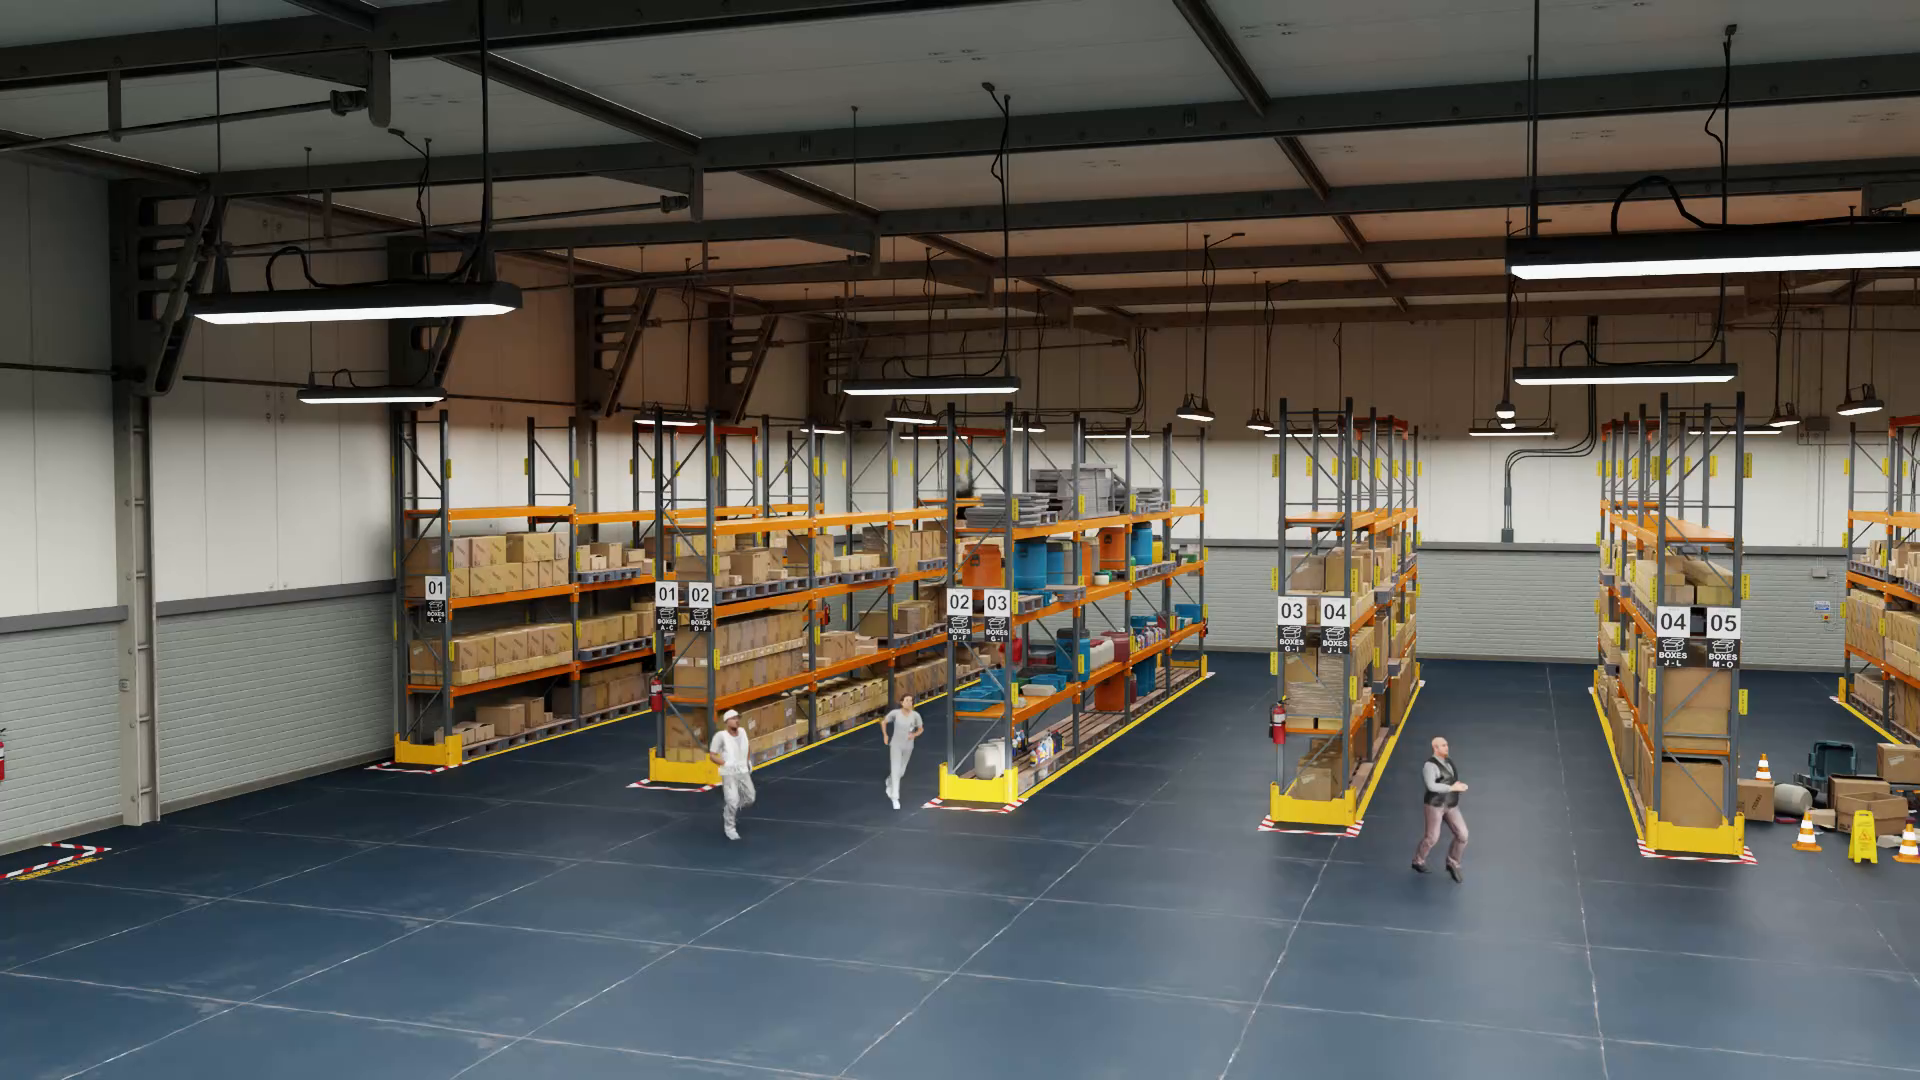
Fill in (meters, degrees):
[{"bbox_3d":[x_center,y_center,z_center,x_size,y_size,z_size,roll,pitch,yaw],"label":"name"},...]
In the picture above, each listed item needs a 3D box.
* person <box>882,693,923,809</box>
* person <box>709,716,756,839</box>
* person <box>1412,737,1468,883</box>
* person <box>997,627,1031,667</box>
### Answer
[{"bbox_3d":[1.306,2.861,30.296,7.489,1.651,10.616,-1,3,-14],"label":"person"},{"bbox_3d":[8.897,2.211,23.615,19.321,3.552,15.819,-2,3,-45],"label":"person"},{"bbox_3d":[5.893,3.282,20.231,0.515,1.780,0.759,-2,3,-33],"label":"person"},{"bbox_3d":[1.119,2.662,34.850,0.713,1.672,0.584,1,3,15],"label":"person"}]
